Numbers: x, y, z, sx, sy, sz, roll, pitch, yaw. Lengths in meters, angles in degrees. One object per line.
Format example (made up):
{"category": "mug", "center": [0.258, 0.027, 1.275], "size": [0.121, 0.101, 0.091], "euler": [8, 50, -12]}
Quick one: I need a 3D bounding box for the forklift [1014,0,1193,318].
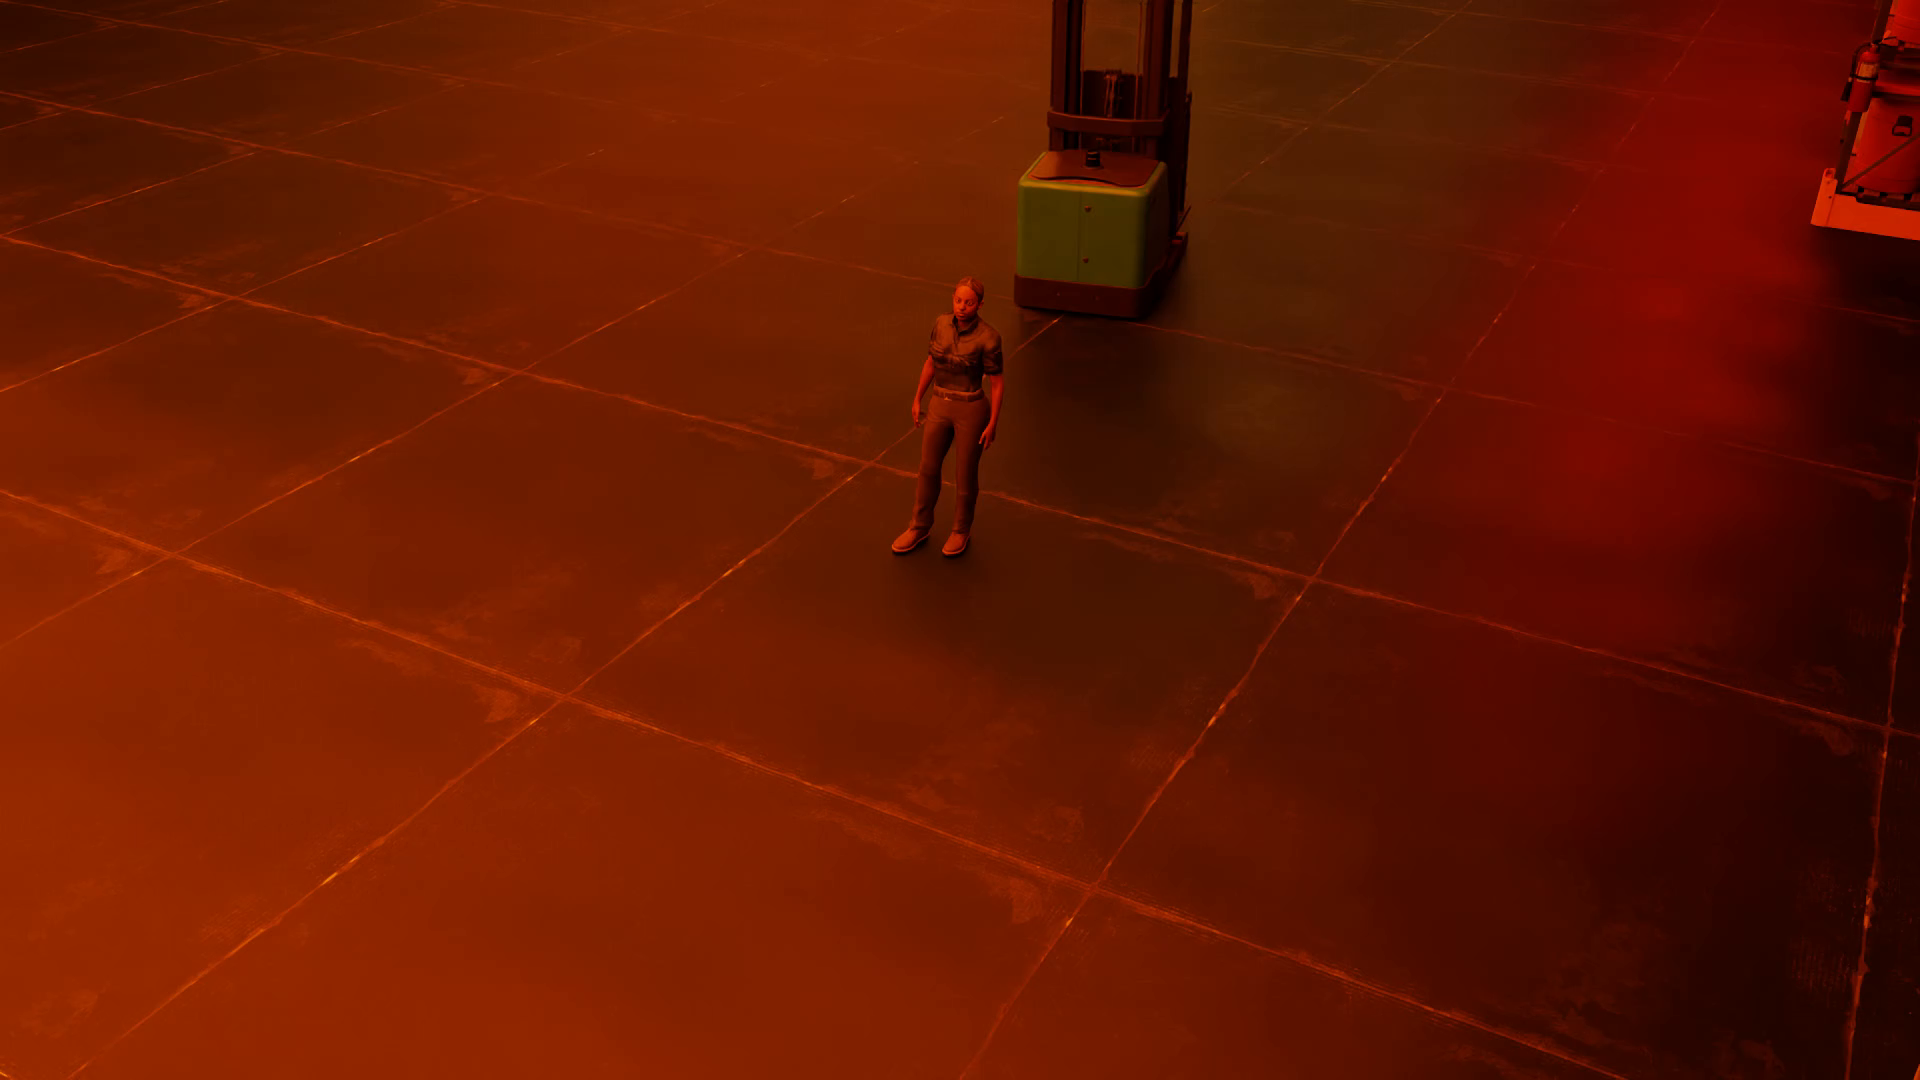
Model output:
{"category": "forklift", "center": [1.334, -3.706, 13.491], "size": [1.130, 2.935, 3.031], "euler": [8, 31, 14]}

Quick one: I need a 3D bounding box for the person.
{"category": "person", "center": [-0.060, -0.689, 9.528], "size": [0.569, 1.654, 0.504], "euler": [15, 33, 25]}
